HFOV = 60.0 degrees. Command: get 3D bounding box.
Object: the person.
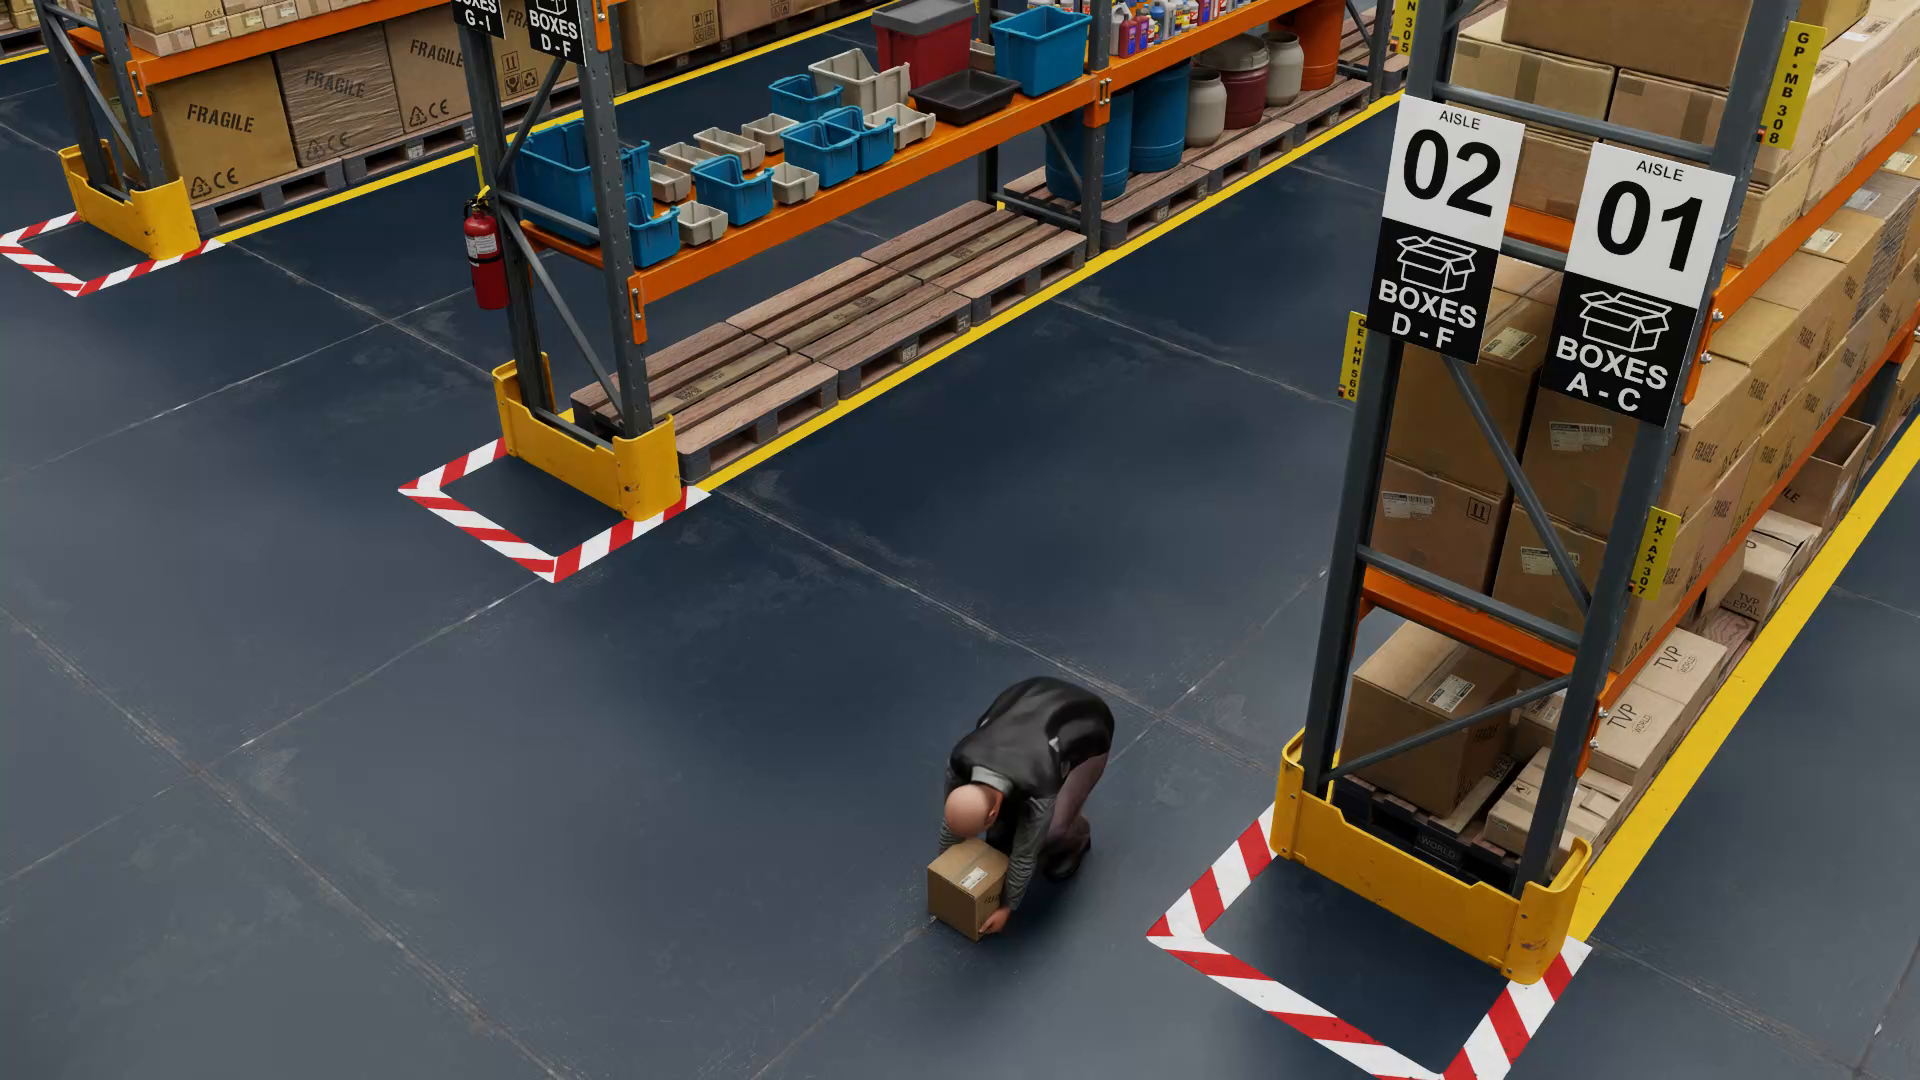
[{"bbox_3d":[0.236,1.014,6.542,0.506,0.805,0.945,23,41,29],"label":"person"}]
